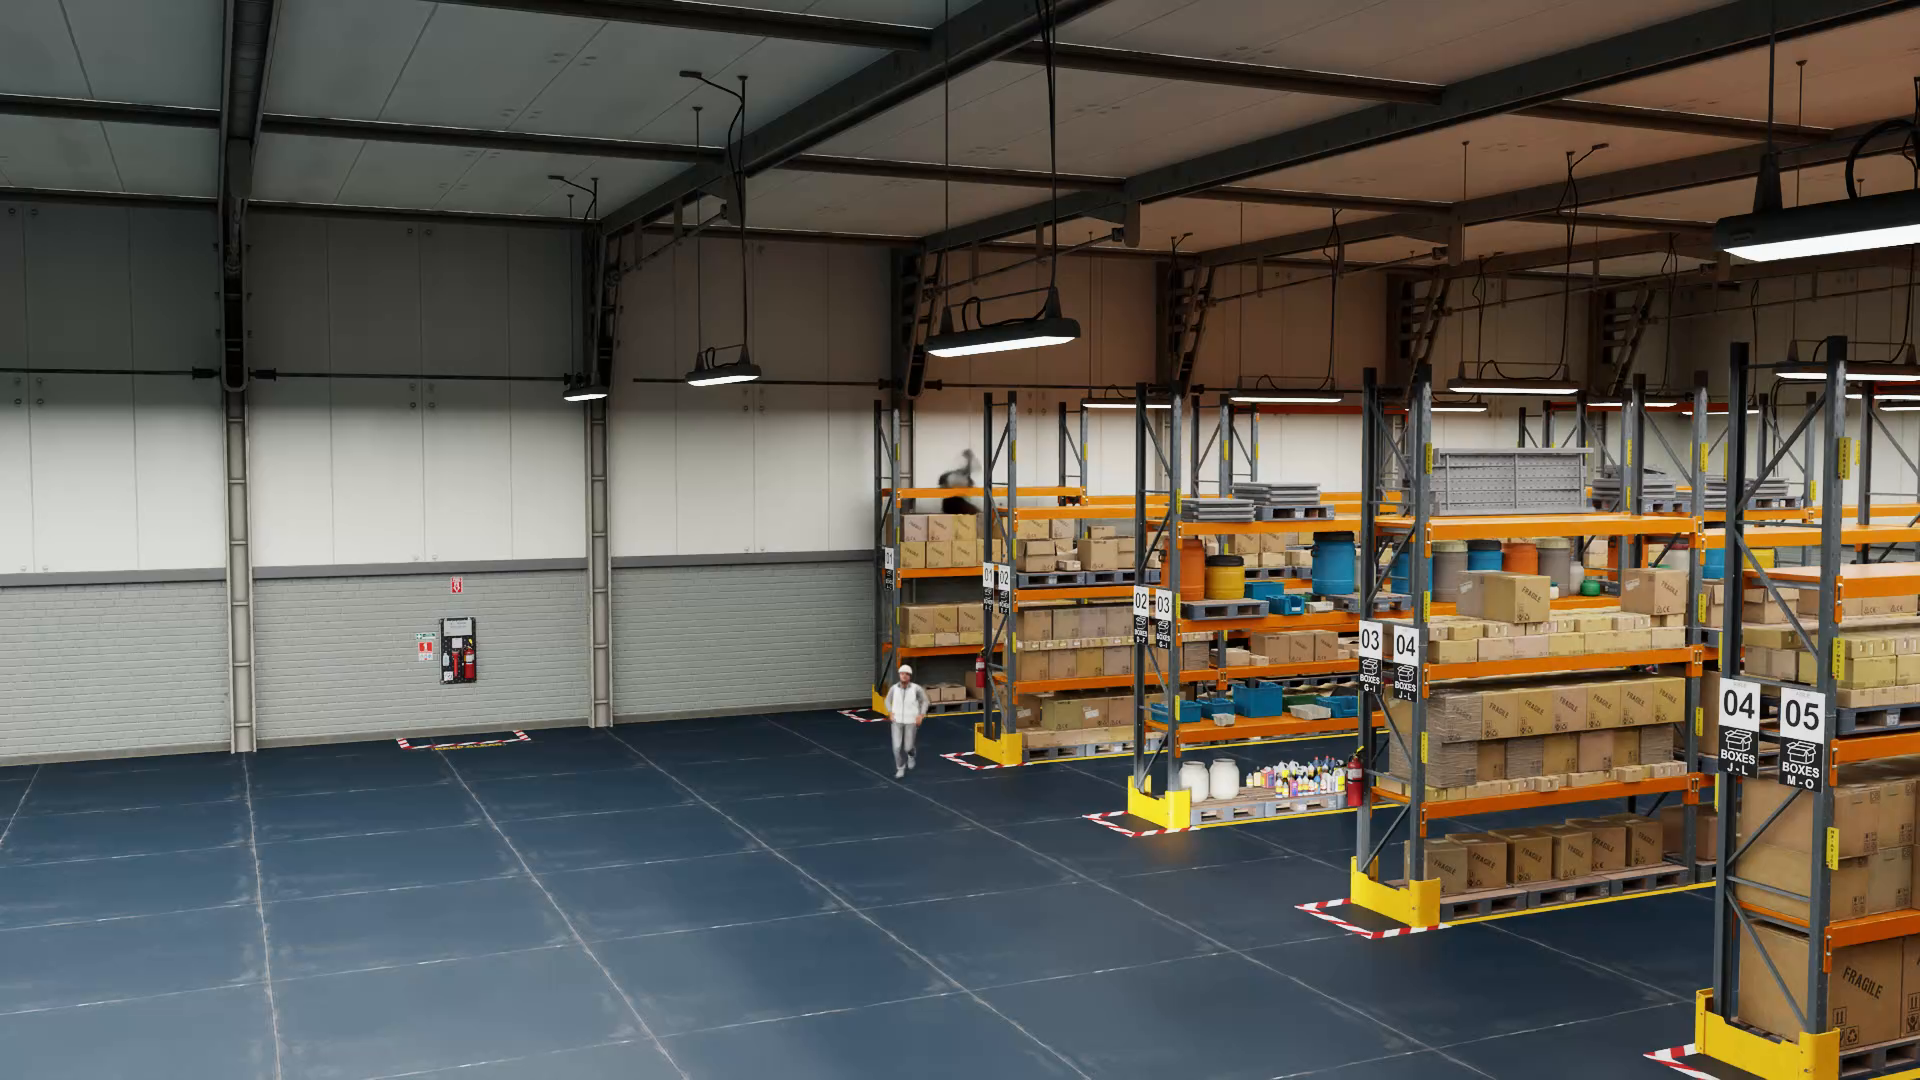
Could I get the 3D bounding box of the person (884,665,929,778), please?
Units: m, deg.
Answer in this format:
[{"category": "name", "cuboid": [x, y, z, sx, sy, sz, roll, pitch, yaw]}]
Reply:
[{"category": "person", "cuboid": [-0.837, 2.802, 25.759, 0.698, 1.743, 0.611, 0, 3, 7]}]
